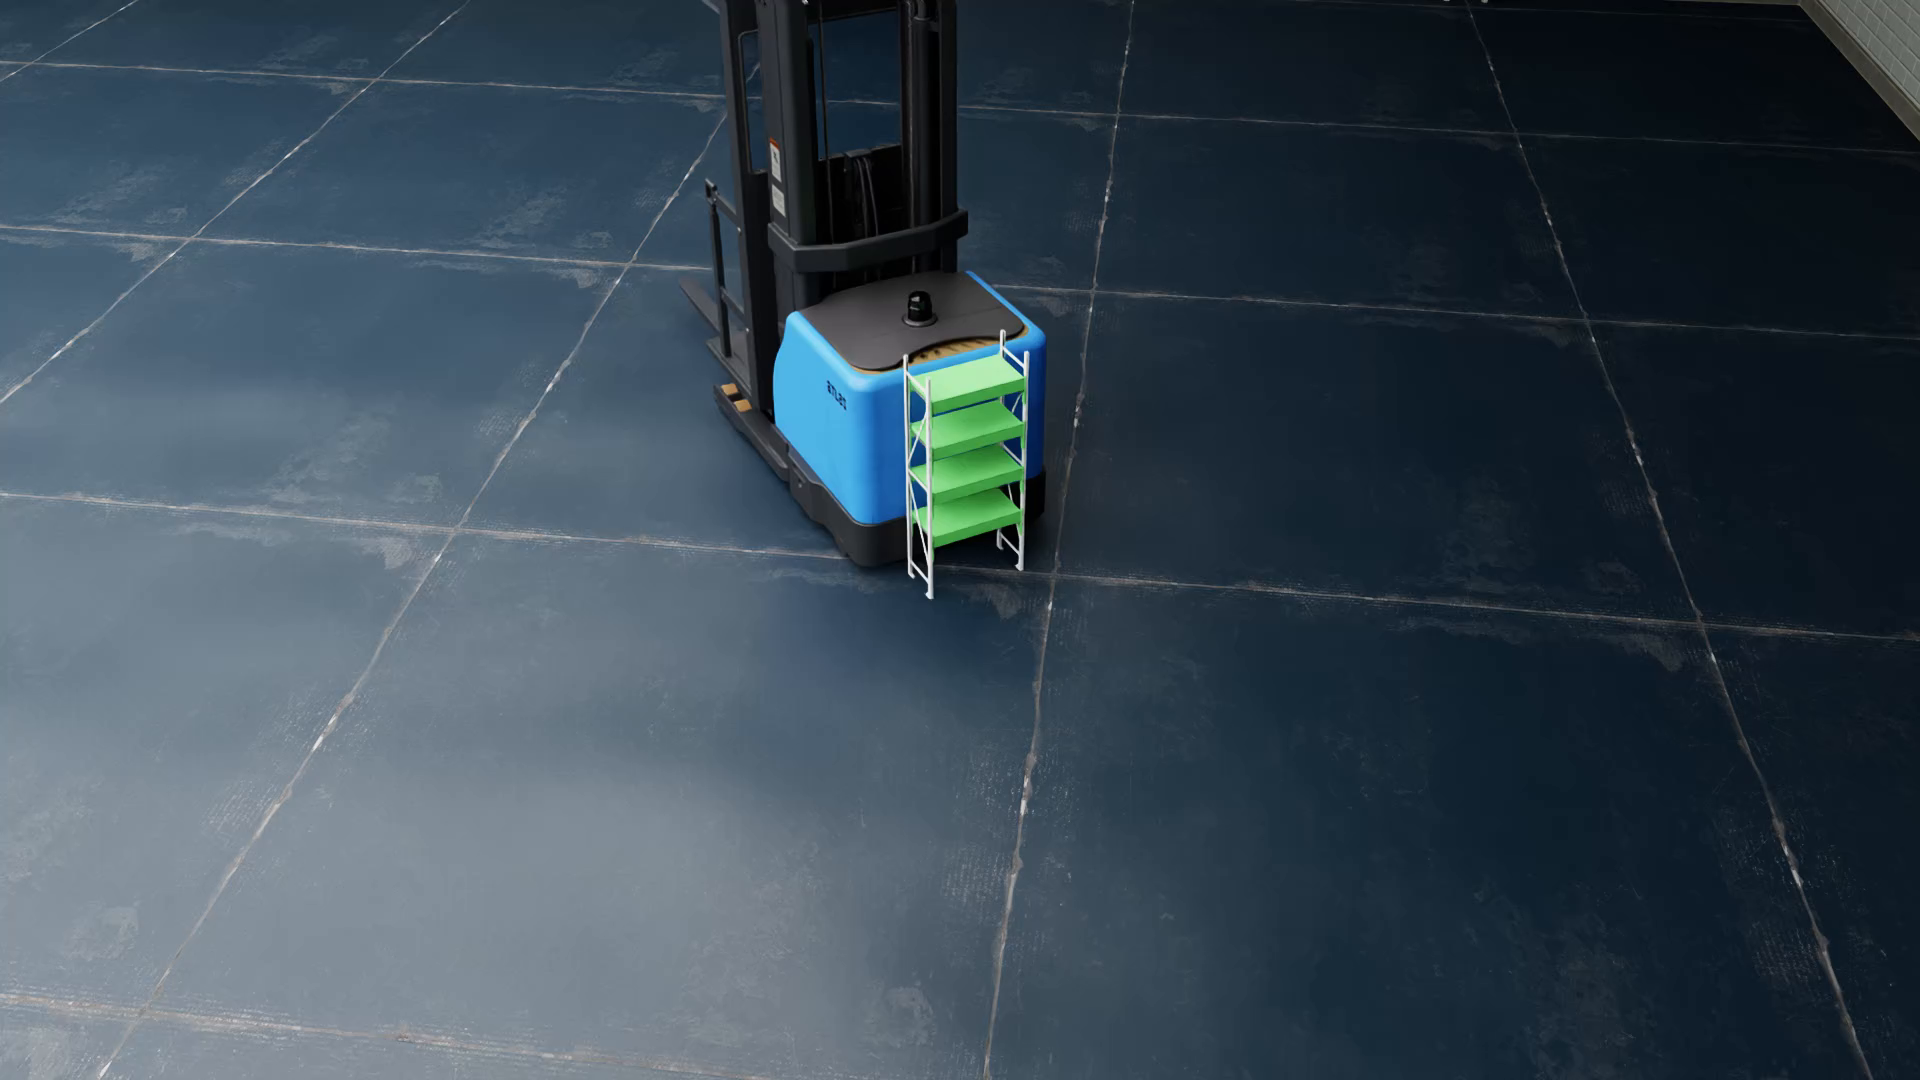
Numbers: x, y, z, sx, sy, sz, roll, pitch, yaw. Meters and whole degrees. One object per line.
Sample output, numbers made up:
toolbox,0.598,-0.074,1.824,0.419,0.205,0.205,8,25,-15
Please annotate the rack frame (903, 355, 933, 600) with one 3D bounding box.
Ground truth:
rack frame,-0.188,-0.267,7.591,0.015,1.200,0.240,-17,39,-22

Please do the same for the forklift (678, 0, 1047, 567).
forklift,-0.707,-1.905,8.396,1.130,2.935,3.031,-17,39,-22

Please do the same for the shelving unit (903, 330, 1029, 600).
shelving unit,0.028,-0.333,7.683,0.503,1.200,0.258,-17,39,-22

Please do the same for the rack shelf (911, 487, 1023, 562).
rack shelf,0.028,-0.086,7.860,0.480,0.148,0.258,-17,39,-22

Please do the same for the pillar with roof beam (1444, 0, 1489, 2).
pillar with roof beam,4.068,-6.162,9.137,0.400,9.000,9.100,4,36,6

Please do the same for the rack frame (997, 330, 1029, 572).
rack frame,0.244,-0.399,7.776,0.015,1.200,0.240,-17,39,-22

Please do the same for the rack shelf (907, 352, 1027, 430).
rack shelf,0.028,-0.671,7.441,0.480,0.148,0.258,-17,39,-22

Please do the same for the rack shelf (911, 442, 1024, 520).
rack shelf,0.028,-0.281,7.720,0.480,0.148,0.258,-17,39,-22

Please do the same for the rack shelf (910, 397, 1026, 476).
rack shelf,0.028,-0.476,7.581,0.480,0.148,0.258,-17,39,-22
